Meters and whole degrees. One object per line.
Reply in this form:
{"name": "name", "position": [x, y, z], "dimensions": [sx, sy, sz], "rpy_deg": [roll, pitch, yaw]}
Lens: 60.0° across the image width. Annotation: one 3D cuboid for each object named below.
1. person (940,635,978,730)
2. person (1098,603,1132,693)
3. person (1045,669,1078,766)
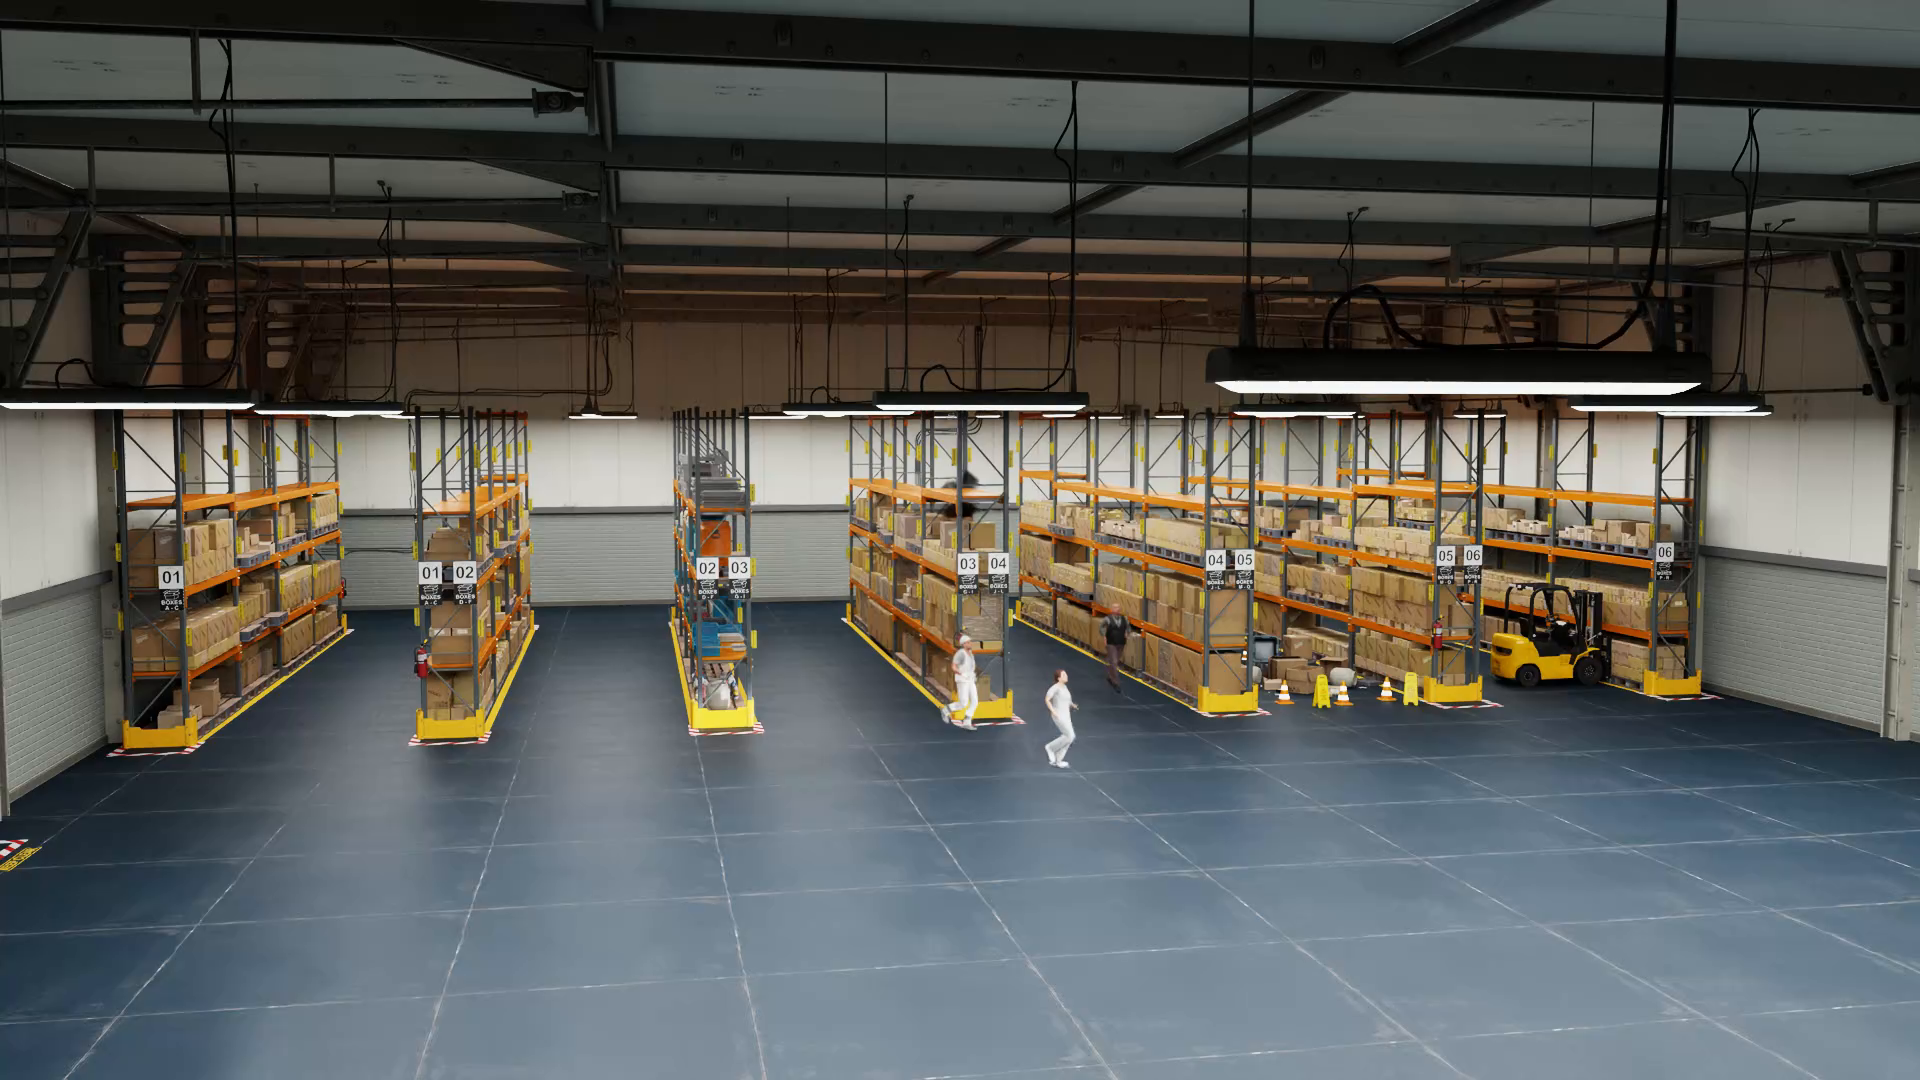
{"name": "person", "position": [0.055, 2.651, 31.013], "dimensions": [0.731, 1.750, 0.673], "rpy_deg": [2, 5, 31]}
{"name": "person", "position": [3.178, 2.174, 33.901], "dimensions": [0.650, 1.794, 0.767], "rpy_deg": [-2, 4, -20]}
{"name": "person", "position": [1.702, 2.945, 27.545], "dimensions": [0.519, 1.625, 0.622], "rpy_deg": [2, 5, 29]}
